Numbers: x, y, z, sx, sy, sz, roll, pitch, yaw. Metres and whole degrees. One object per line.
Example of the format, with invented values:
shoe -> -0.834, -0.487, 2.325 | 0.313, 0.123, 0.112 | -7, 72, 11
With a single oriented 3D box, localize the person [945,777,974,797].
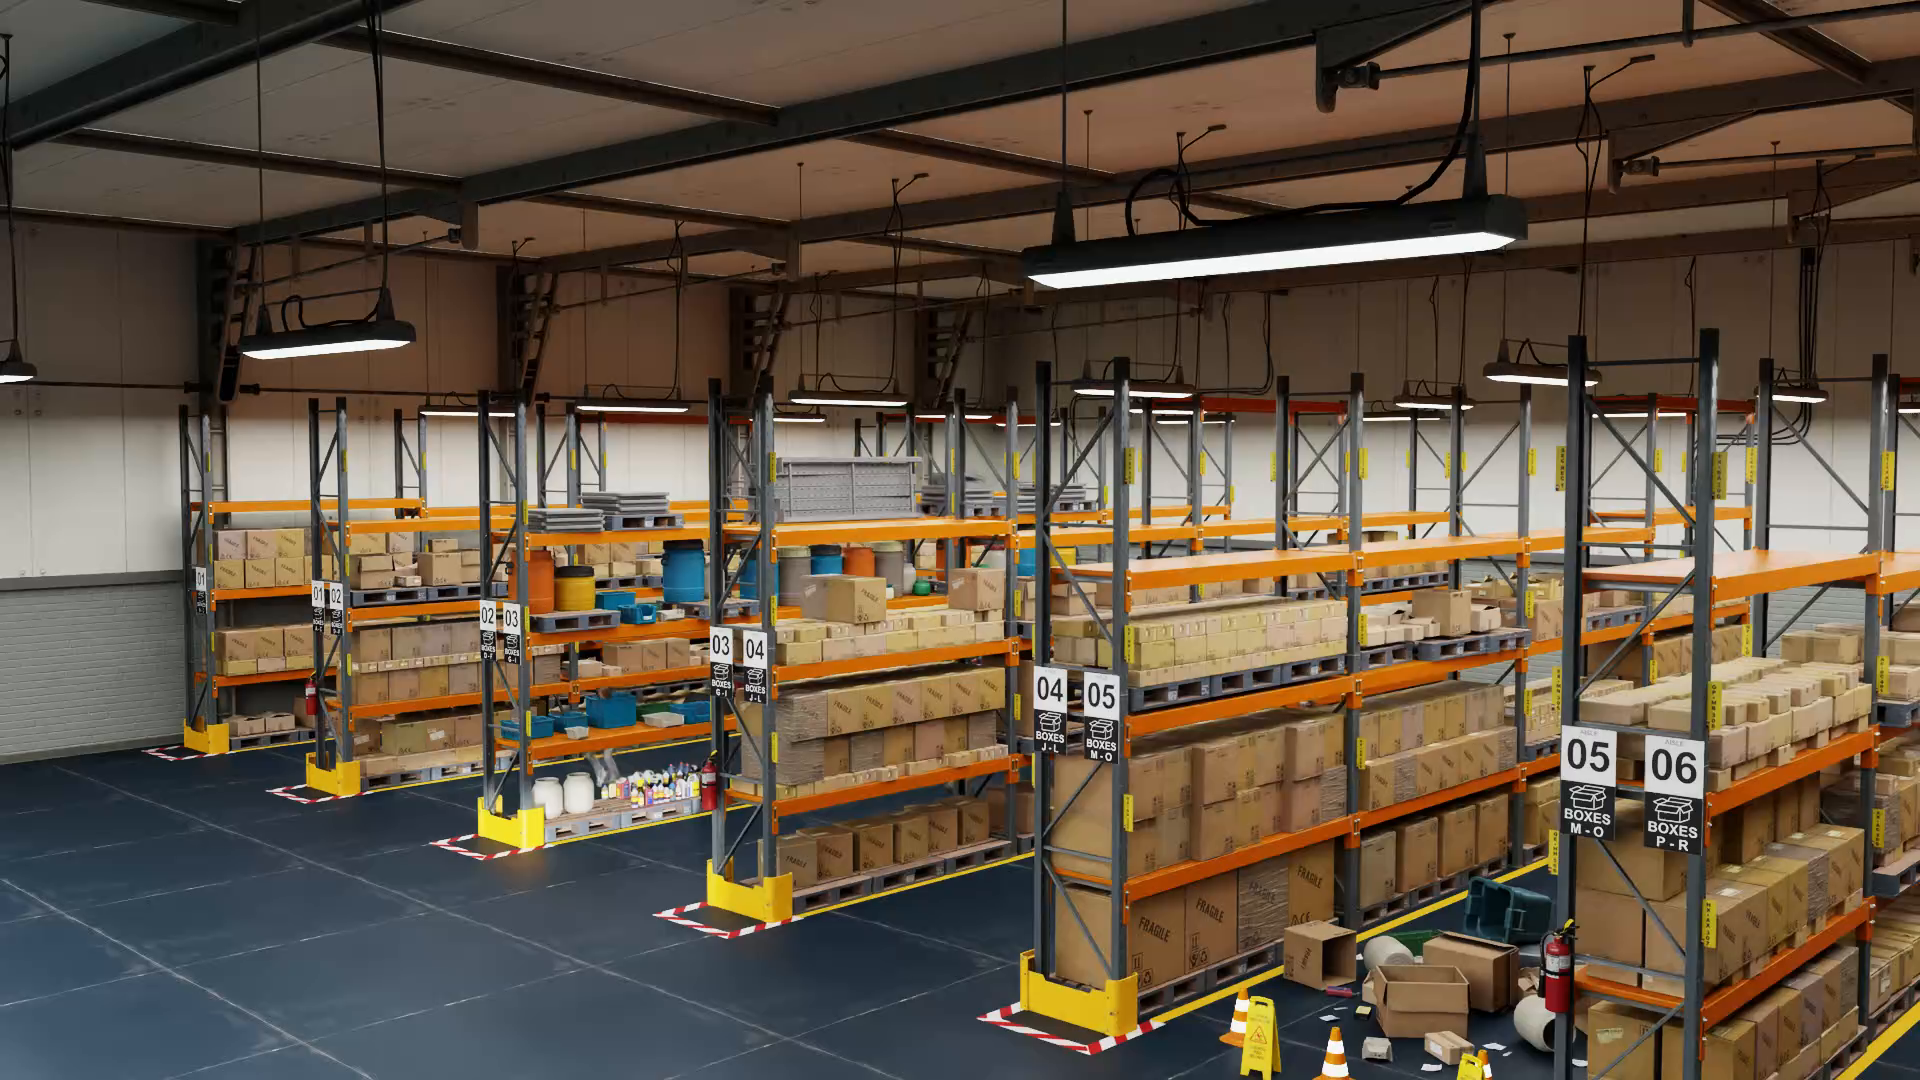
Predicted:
person -> 0.077, 3.151, 23.449 | 0.455, 1.384, 0.501 | 2, 4, 34

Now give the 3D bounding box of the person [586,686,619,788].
person -> -5.497, 3.030, 25.463 | 0.457, 1.552, 0.645 | 2, 3, 28
